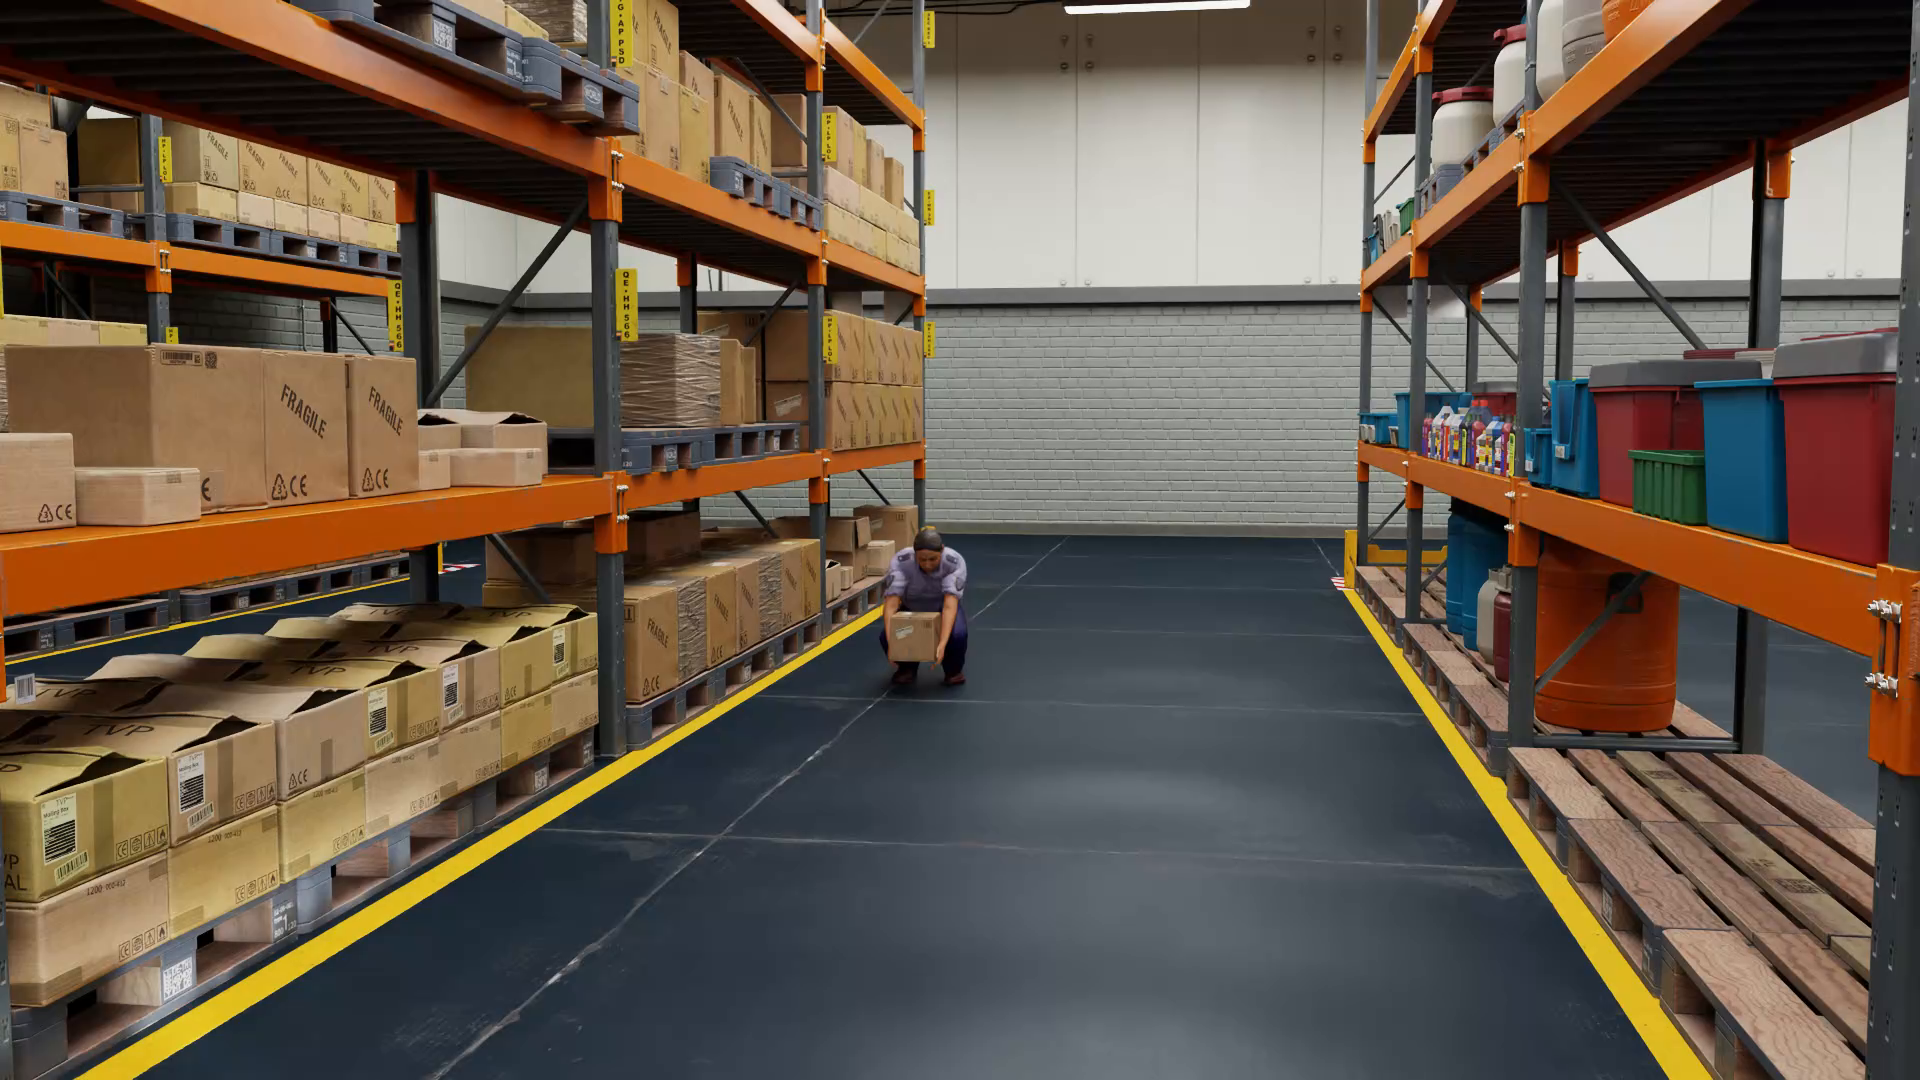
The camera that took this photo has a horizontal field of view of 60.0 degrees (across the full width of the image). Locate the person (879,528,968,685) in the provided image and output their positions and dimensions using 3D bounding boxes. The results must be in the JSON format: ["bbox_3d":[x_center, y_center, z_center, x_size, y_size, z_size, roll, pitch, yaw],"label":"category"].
[{"bbox_3d":[-0.197,0.386,9.712,0.519,0.942,0.832,1,5,8],"label":"person"}]
